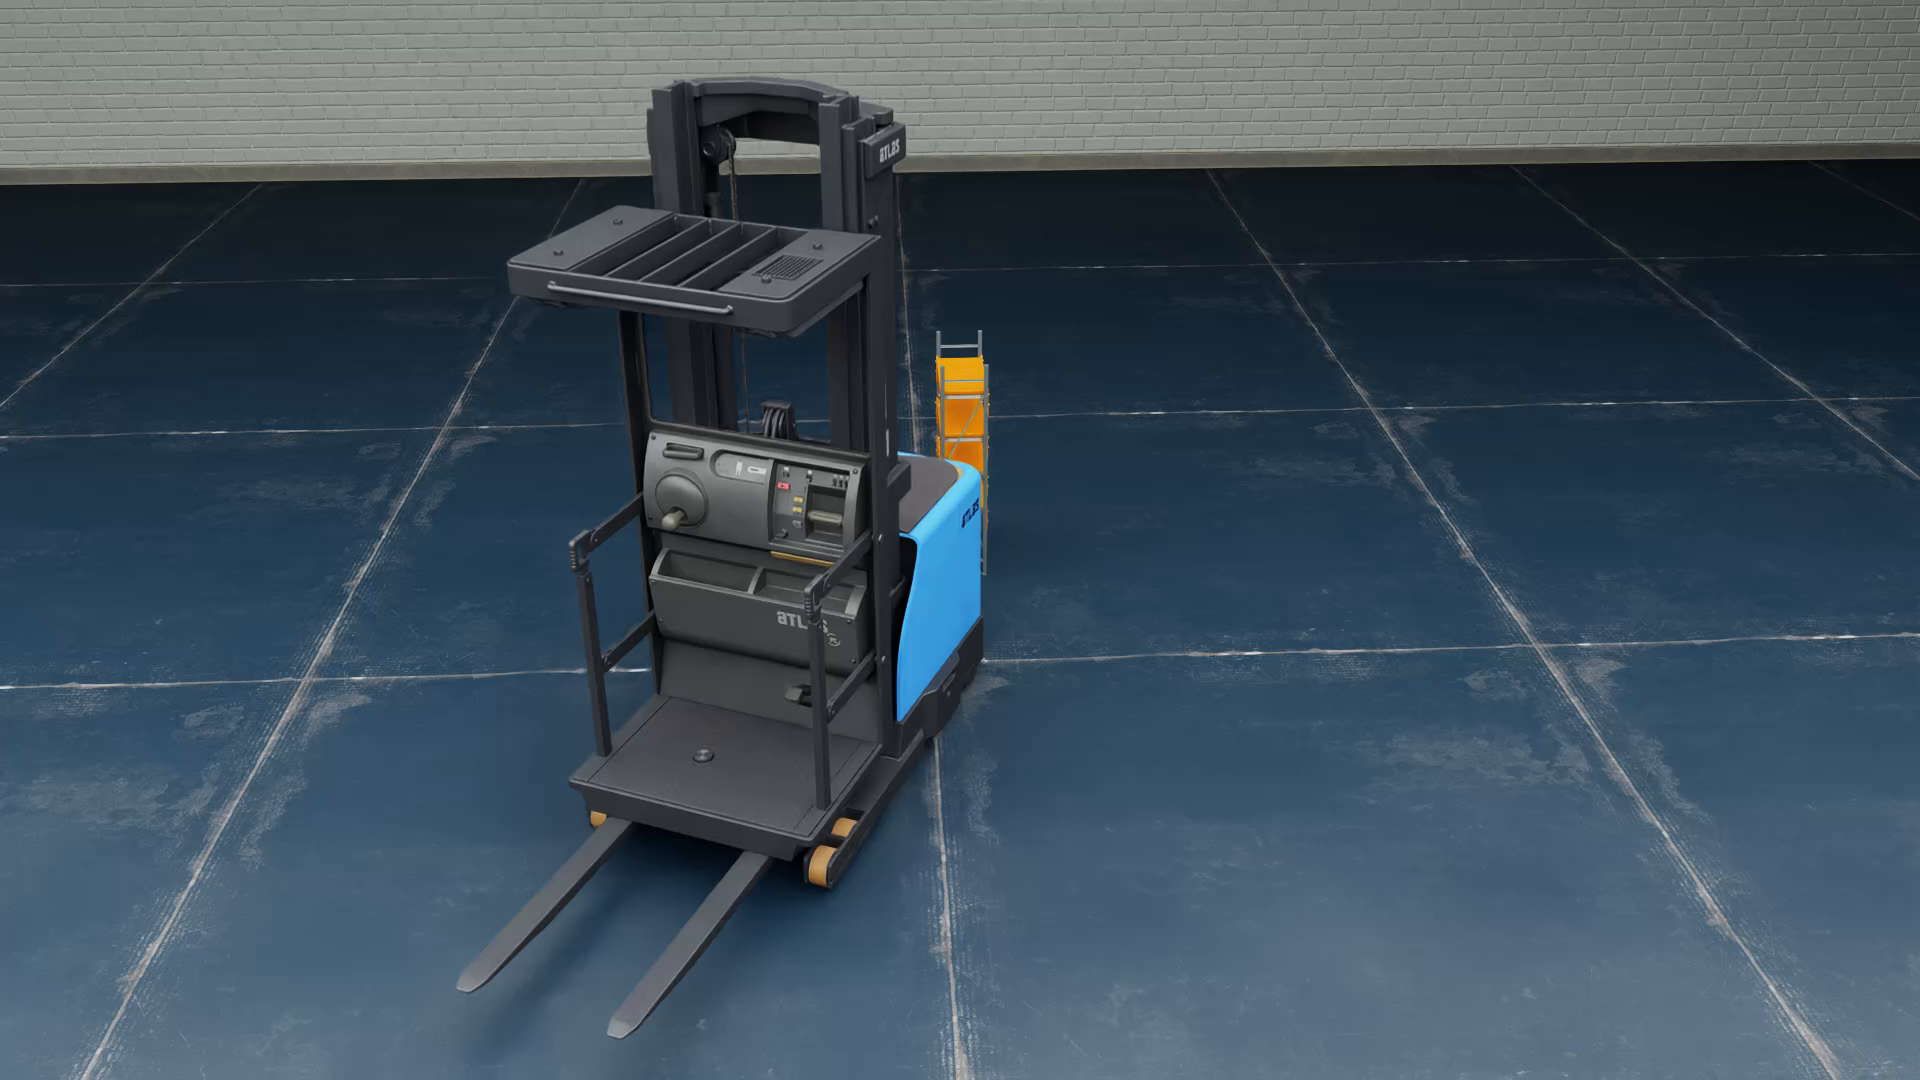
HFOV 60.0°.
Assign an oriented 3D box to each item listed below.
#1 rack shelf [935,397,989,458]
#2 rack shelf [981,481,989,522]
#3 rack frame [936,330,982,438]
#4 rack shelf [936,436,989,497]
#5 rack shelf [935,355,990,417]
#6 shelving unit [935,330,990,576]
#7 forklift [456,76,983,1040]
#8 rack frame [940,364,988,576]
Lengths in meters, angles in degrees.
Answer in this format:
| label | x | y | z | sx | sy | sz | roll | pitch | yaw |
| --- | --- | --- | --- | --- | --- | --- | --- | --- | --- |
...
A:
| label | x | y | z | sx | sy | sz | roll | pitch | yaw |
| --- | --- | --- | --- | --- | --- | --- | --- | --- | --- |
| rack shelf | 0.009 | -0.594 | 8.754 | 0.258 | 0.148 | 0.480 | -1 | 28 | -3 |
| rack shelf | 0.009 | -0.220 | 8.949 | 0.258 | 0.148 | 0.480 | -1 | 28 | -3 |
| rack frame | -0.004 | -0.568 | 9.042 | 0.240 | 1.200 | 0.015 | -1 | 28 | -3 |
| rack shelf | 0.009 | -0.396 | 8.857 | 0.258 | 0.148 | 0.480 | -1 | 28 | -3 |
| rack shelf | 0.009 | -0.804 | 8.644 | 0.258 | 0.148 | 0.480 | -1 | 28 | -3 |
| shelving unit | 0.009 | -0.456 | 8.826 | 0.258 | 1.200 | 0.503 | -1 | 28 | -3 |
| forklift | -0.895 | -0.139 | 6.348 | 1.130 | 2.935 | 3.031 | 10 | 29 | 19 |
| rack frame | 0.021 | -0.343 | 8.610 | 0.240 | 1.200 | 0.015 | -1 | 28 | -3 |
